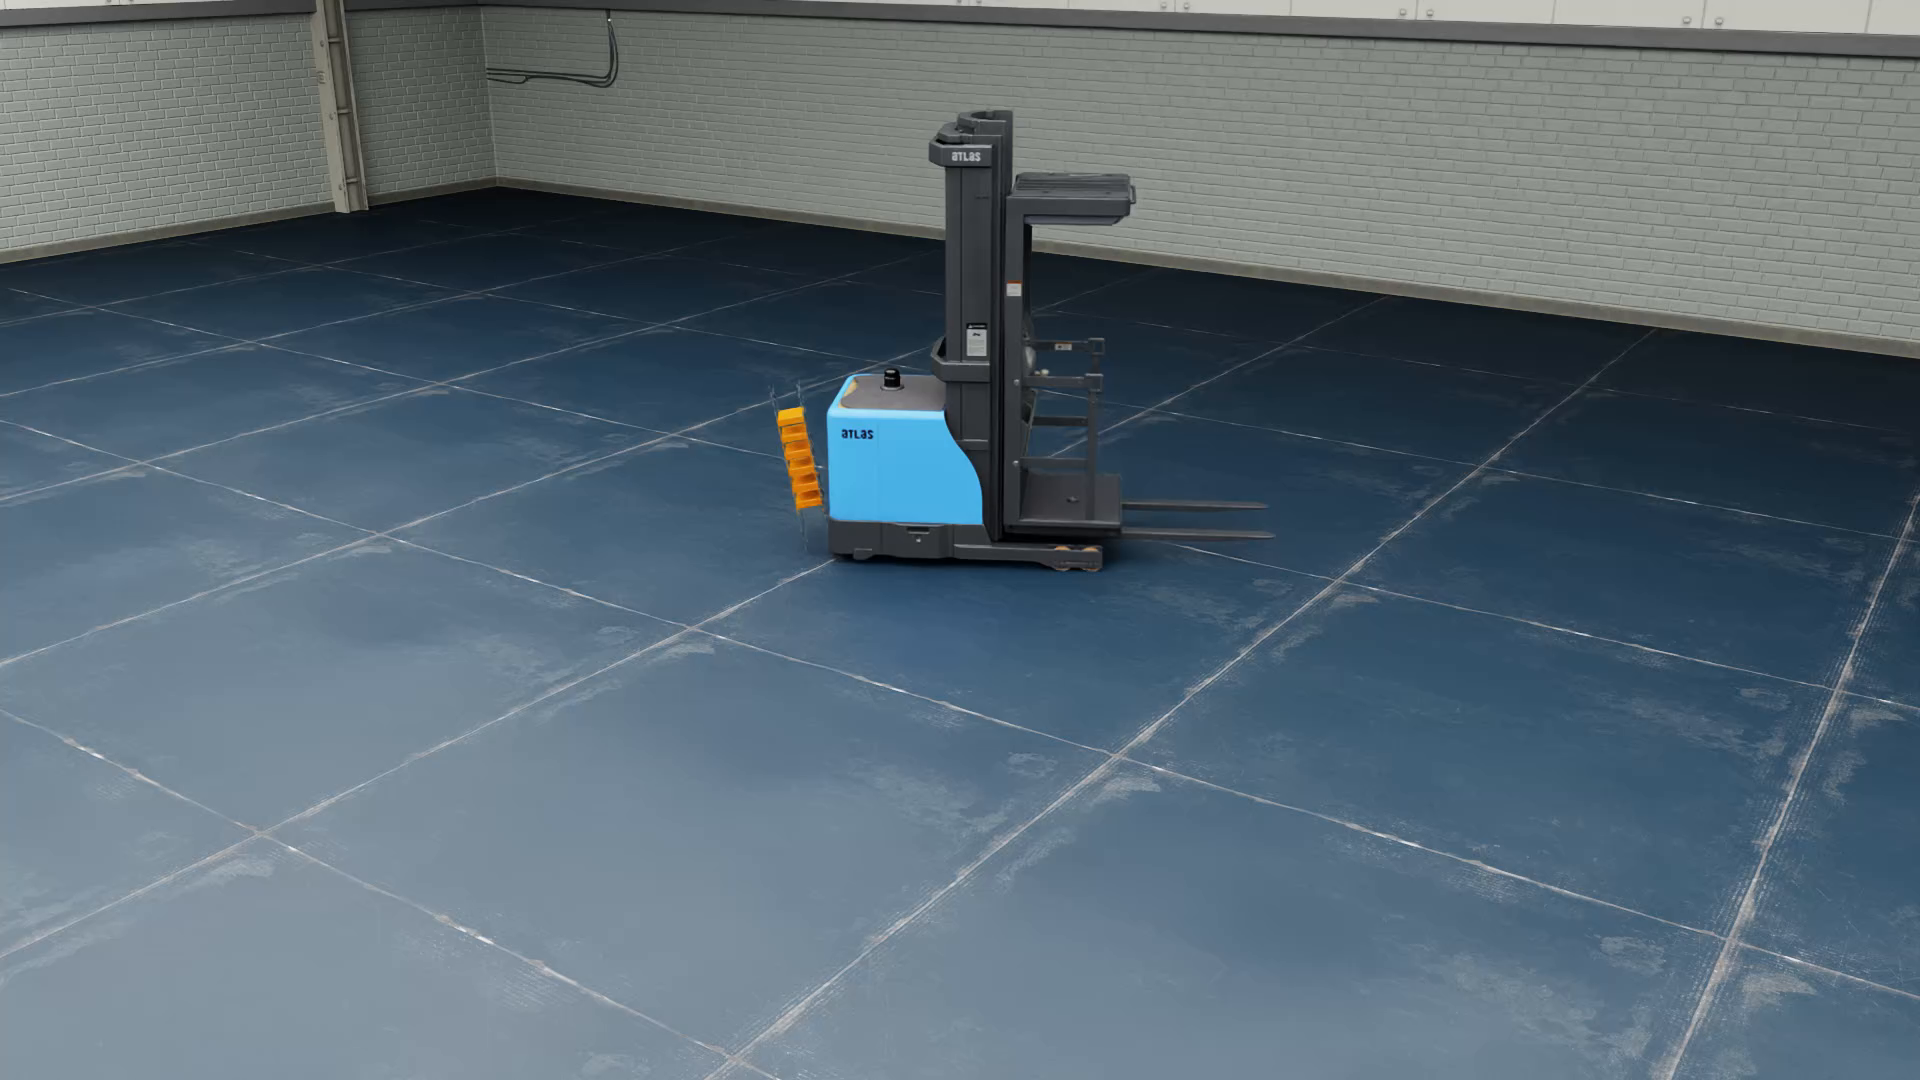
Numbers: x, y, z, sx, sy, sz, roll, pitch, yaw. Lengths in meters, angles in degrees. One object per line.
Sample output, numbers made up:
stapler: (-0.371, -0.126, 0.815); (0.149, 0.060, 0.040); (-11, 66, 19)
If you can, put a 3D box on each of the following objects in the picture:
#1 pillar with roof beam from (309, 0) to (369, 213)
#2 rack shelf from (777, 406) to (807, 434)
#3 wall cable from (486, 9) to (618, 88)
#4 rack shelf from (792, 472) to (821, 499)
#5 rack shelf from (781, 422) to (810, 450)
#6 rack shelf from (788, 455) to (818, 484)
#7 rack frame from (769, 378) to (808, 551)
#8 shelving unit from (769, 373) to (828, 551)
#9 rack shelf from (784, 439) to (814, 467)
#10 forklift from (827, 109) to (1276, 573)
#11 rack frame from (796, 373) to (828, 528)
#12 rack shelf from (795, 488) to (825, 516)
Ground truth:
pillar with roof beam: (-5.713, -8.405, 21.517); (9.100, 9.000, 0.400); (13, 24, 32)
rack shelf: (-1.144, -0.822, 11.338); (0.180, 0.103, 0.258); (-10, 20, 1)
wall cable: (-6.523, -8.376, 25.913); (3.097, 2.526, 0.112); (13, 24, 32)
rack shelf: (-1.060, -0.380, 11.506); (0.180, 0.103, 0.258); (-10, 20, 1)
rack shelf: (-1.123, -0.711, 11.380); (0.180, 0.103, 0.258); (-10, 20, 1)
rack shelf: (-1.081, -0.490, 11.464); (0.180, 0.103, 0.258); (-10, 20, 1)
rack frame: (-1.179, -0.515, 11.450); (0.006, 1.200, 0.240); (-10, 20, 1)
shelving unit: (-1.089, -0.531, 11.448); (0.189, 1.200, 0.258); (-10, 20, 1)
rack shelf: (-1.102, -0.601, 11.422); (0.180, 0.103, 0.258); (-10, 20, 1)
forklift: (0.648, -1.350, 11.189); (3.031, 2.935, 1.130); (2, 20, 5)
rack frame: (-0.999, -0.548, 11.447); (0.006, 1.200, 0.240); (-10, 20, 1)
rack shelf: (-1.040, -0.269, 11.548); (0.180, 0.103, 0.258); (-10, 20, 1)
